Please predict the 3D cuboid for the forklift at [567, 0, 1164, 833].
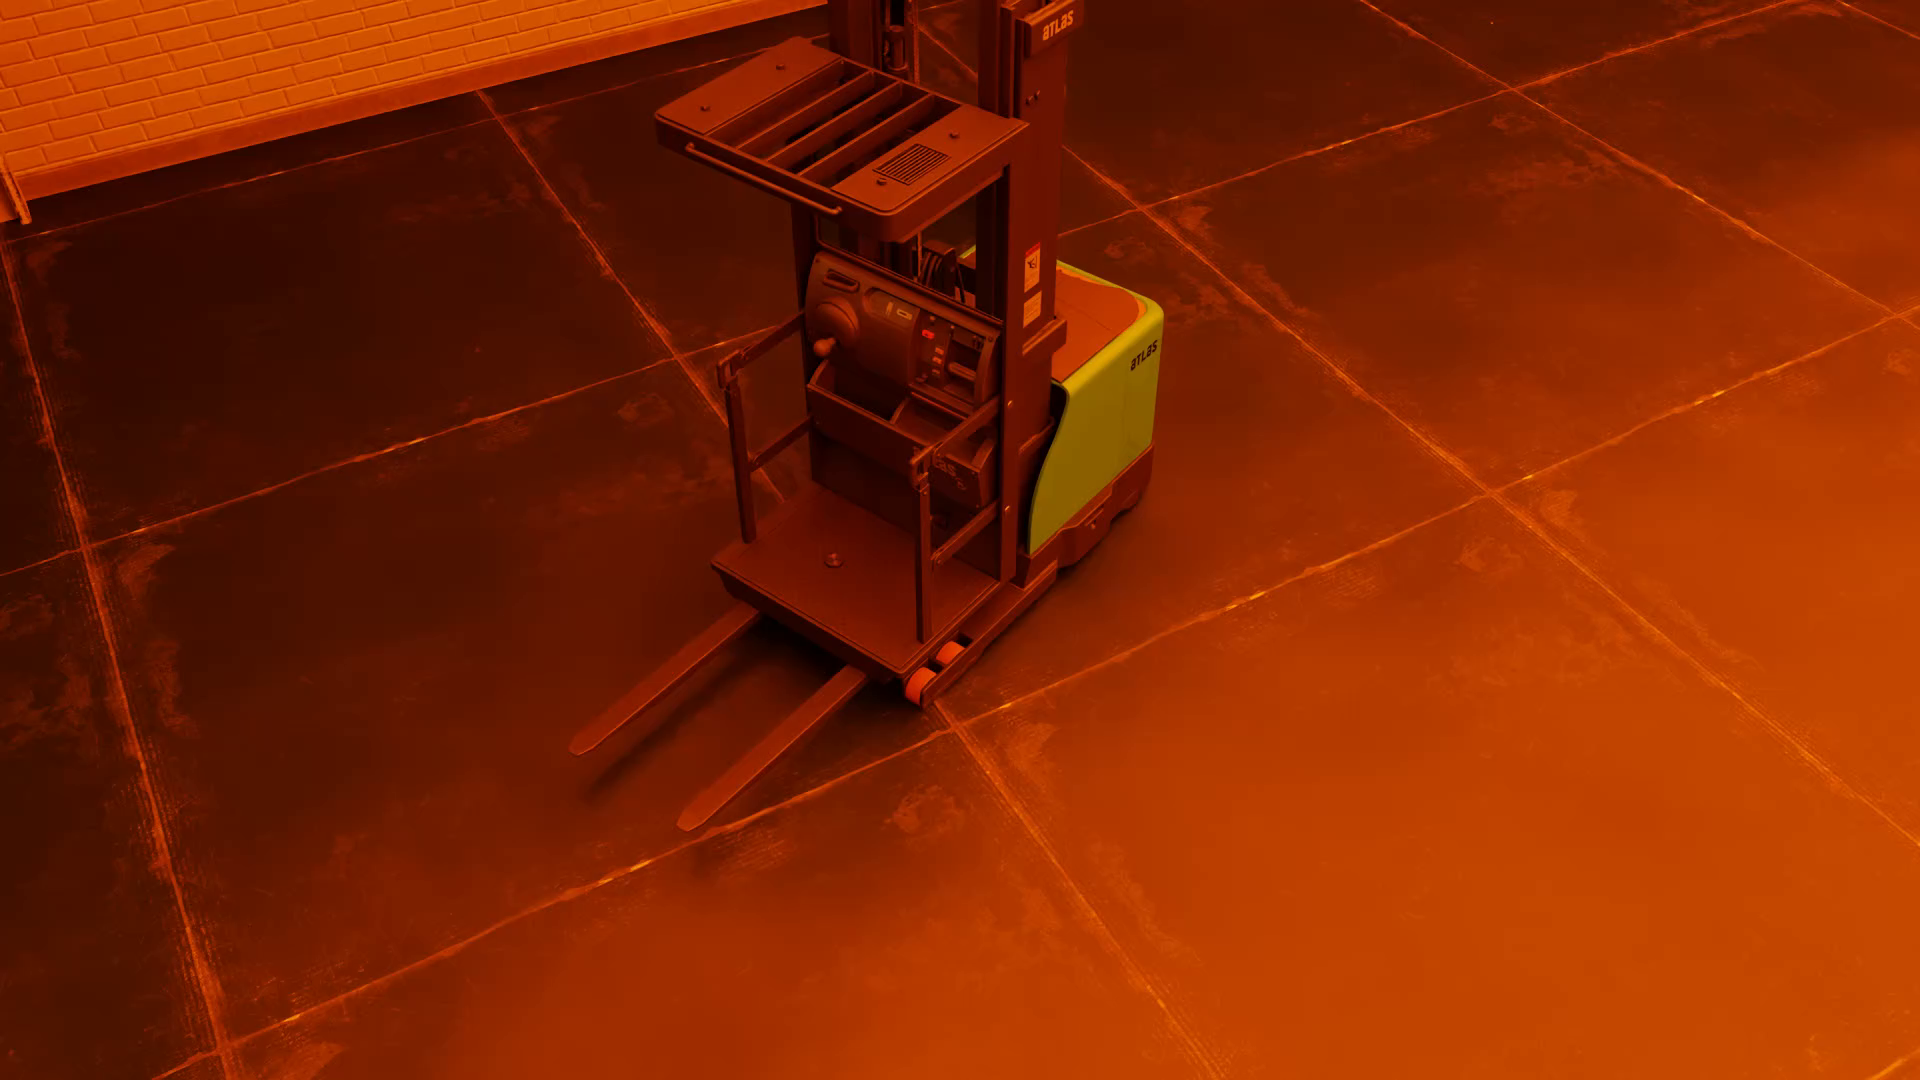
[{"bbox_3d":[-0.375,-0.749,6.505,1.130,2.935,3.031,28,50,27],"label":"forklift"}]
